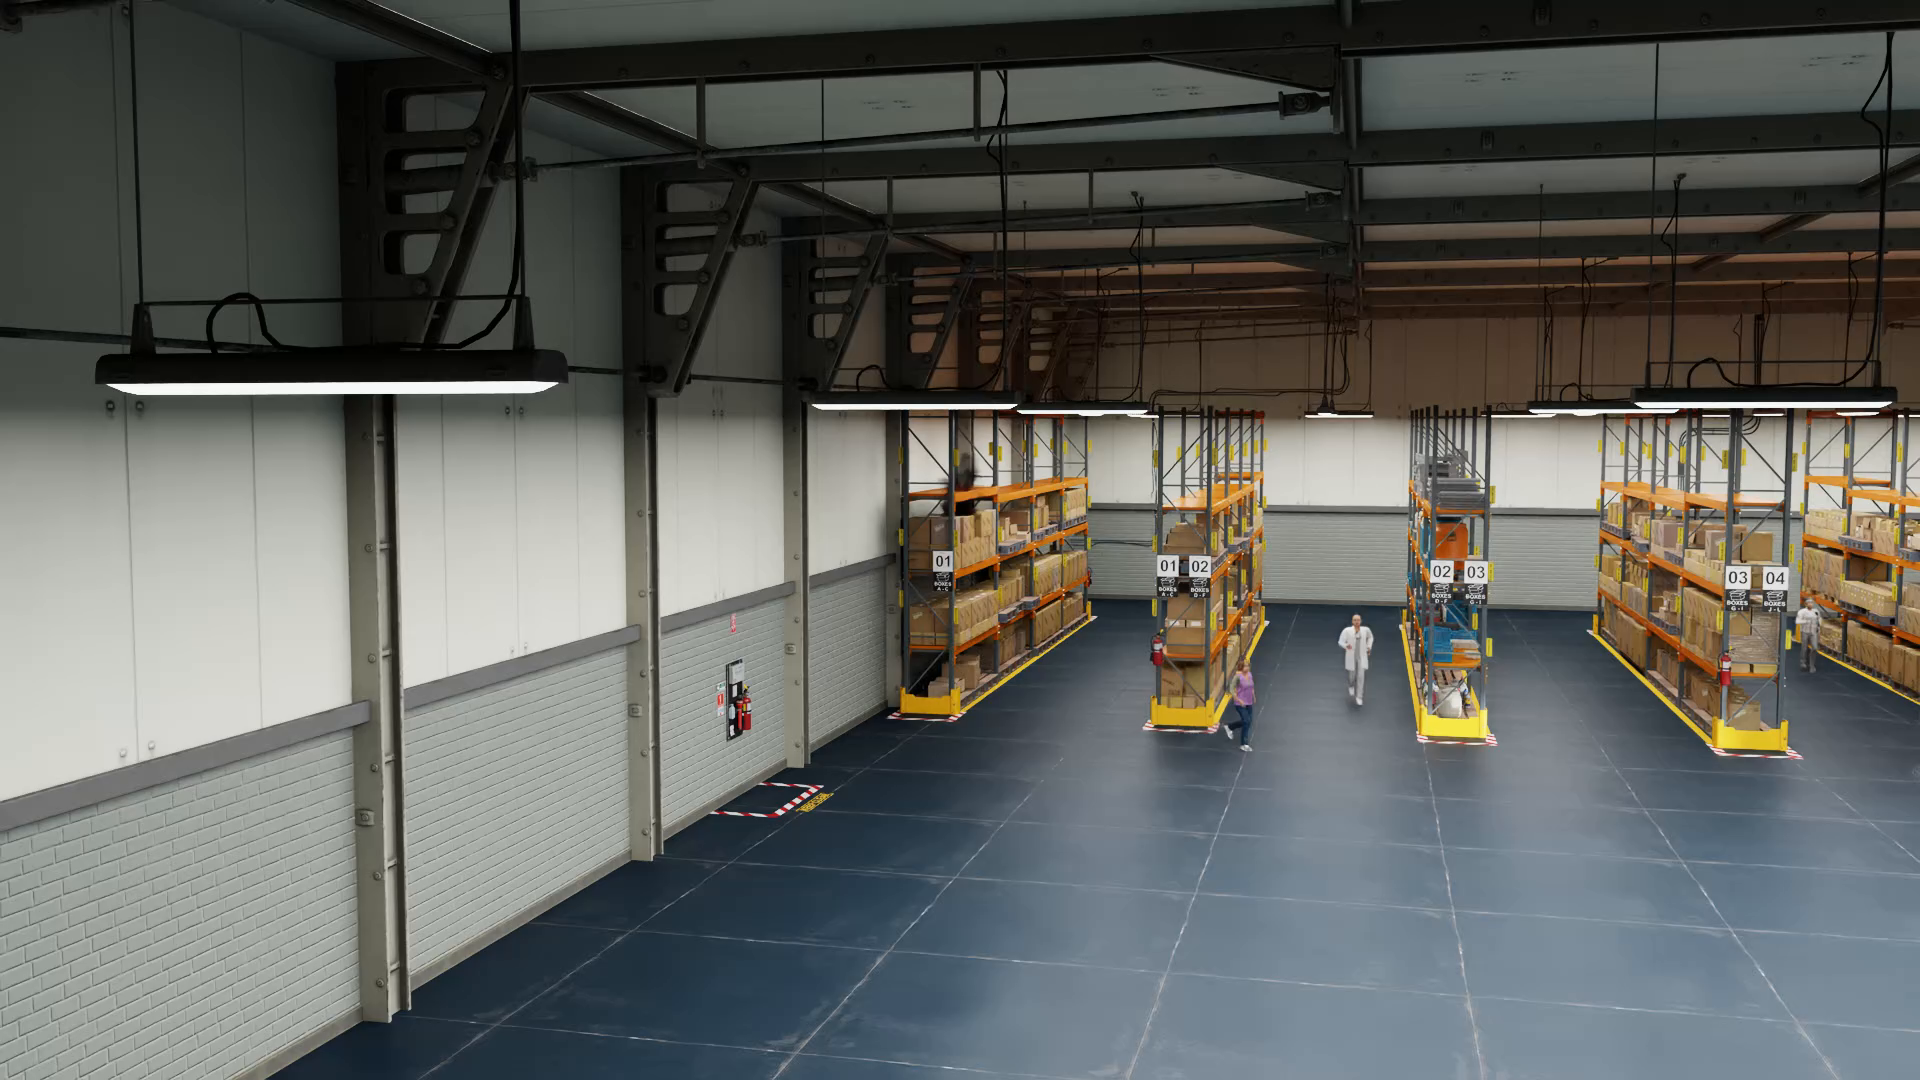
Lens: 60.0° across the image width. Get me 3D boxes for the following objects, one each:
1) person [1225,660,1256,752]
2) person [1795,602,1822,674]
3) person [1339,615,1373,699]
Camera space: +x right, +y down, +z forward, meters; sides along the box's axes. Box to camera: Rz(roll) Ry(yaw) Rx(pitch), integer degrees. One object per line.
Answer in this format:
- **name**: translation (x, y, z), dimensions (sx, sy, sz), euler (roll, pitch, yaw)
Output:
- **person**: translation (4.868, 2.868, 28.980), dimensions (0.546, 1.571, 0.654), euler (-3, 5, -37)
- **person**: translation (19.379, 2.175, 37.974), dimensions (0.594, 1.702, 0.639), euler (1, 4, 15)
- **person**: translation (8.055, 2.357, 33.801), dimensions (0.712, 1.689, 0.859), euler (1, 4, 7)
